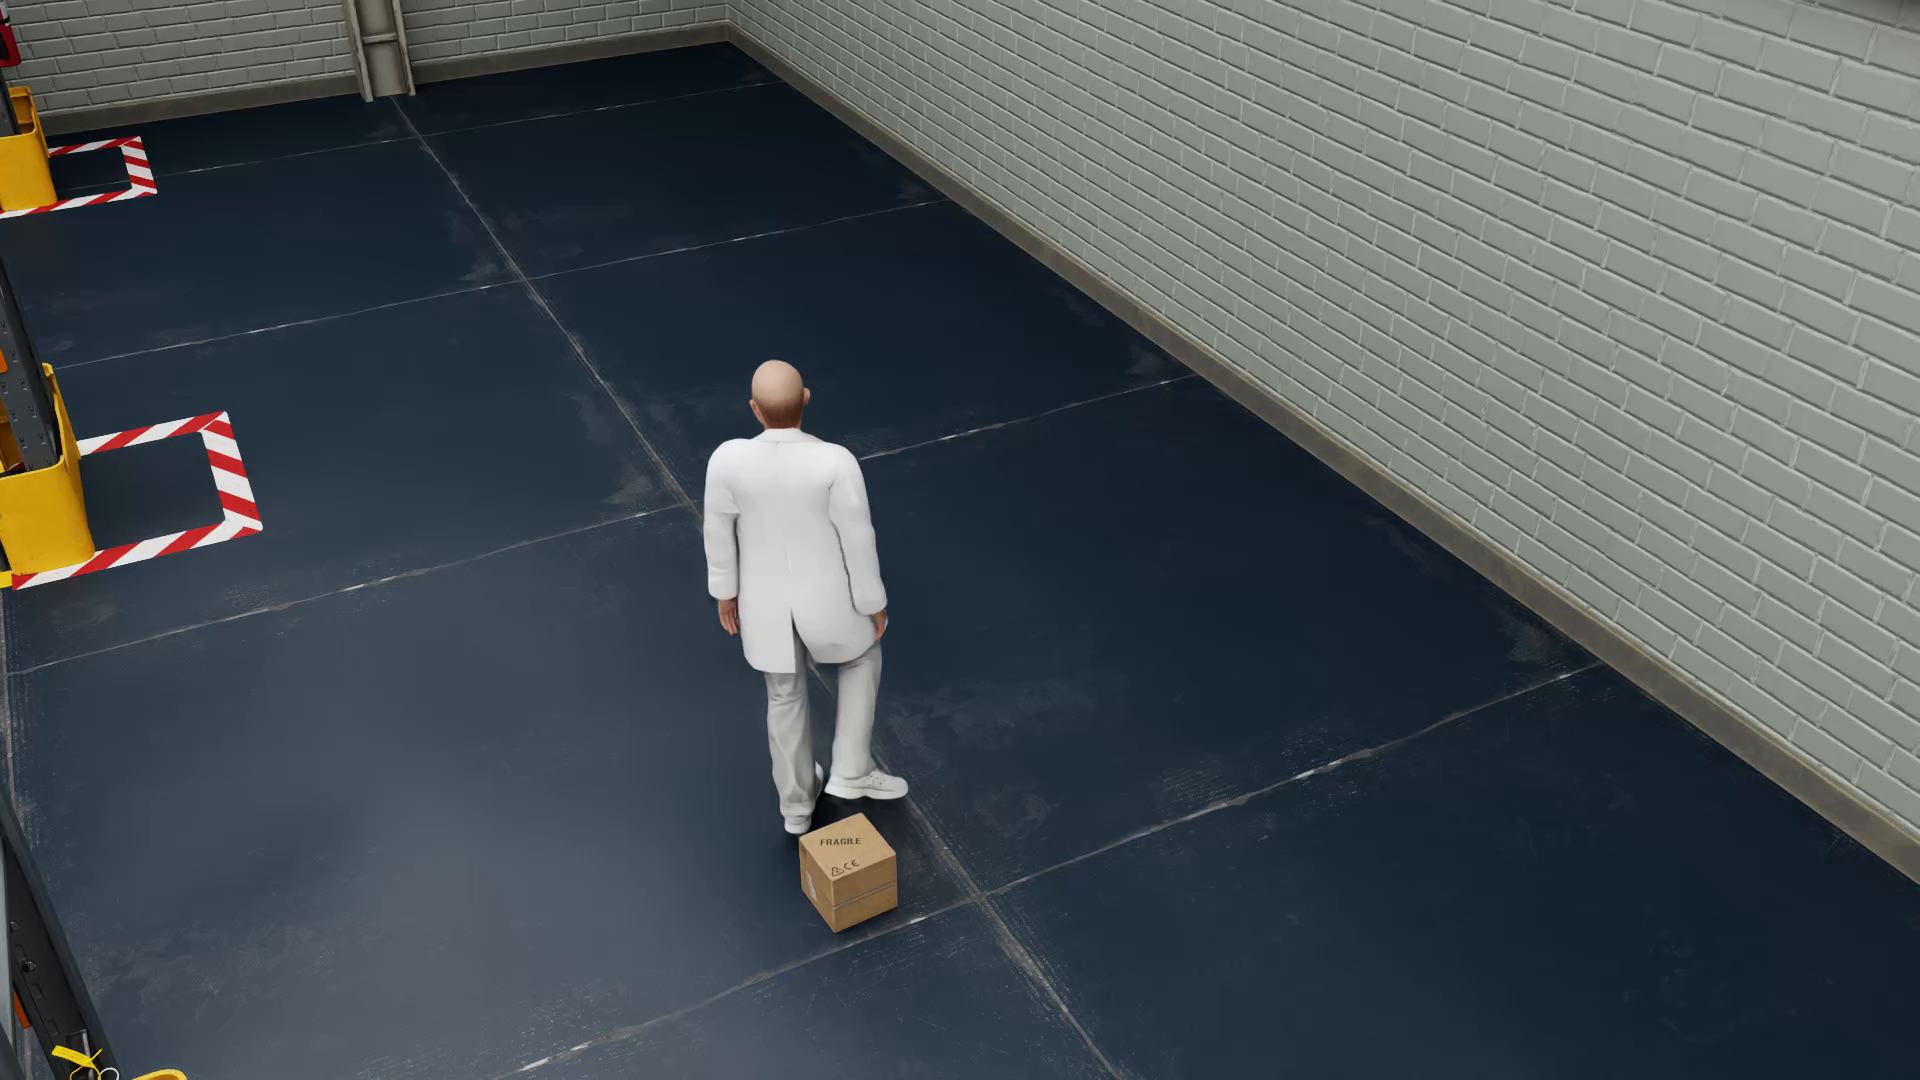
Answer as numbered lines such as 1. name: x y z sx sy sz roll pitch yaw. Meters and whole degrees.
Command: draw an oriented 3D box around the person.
1. person: -0.536 0.202 5.789 0.691 1.774 0.528 3 33 5
